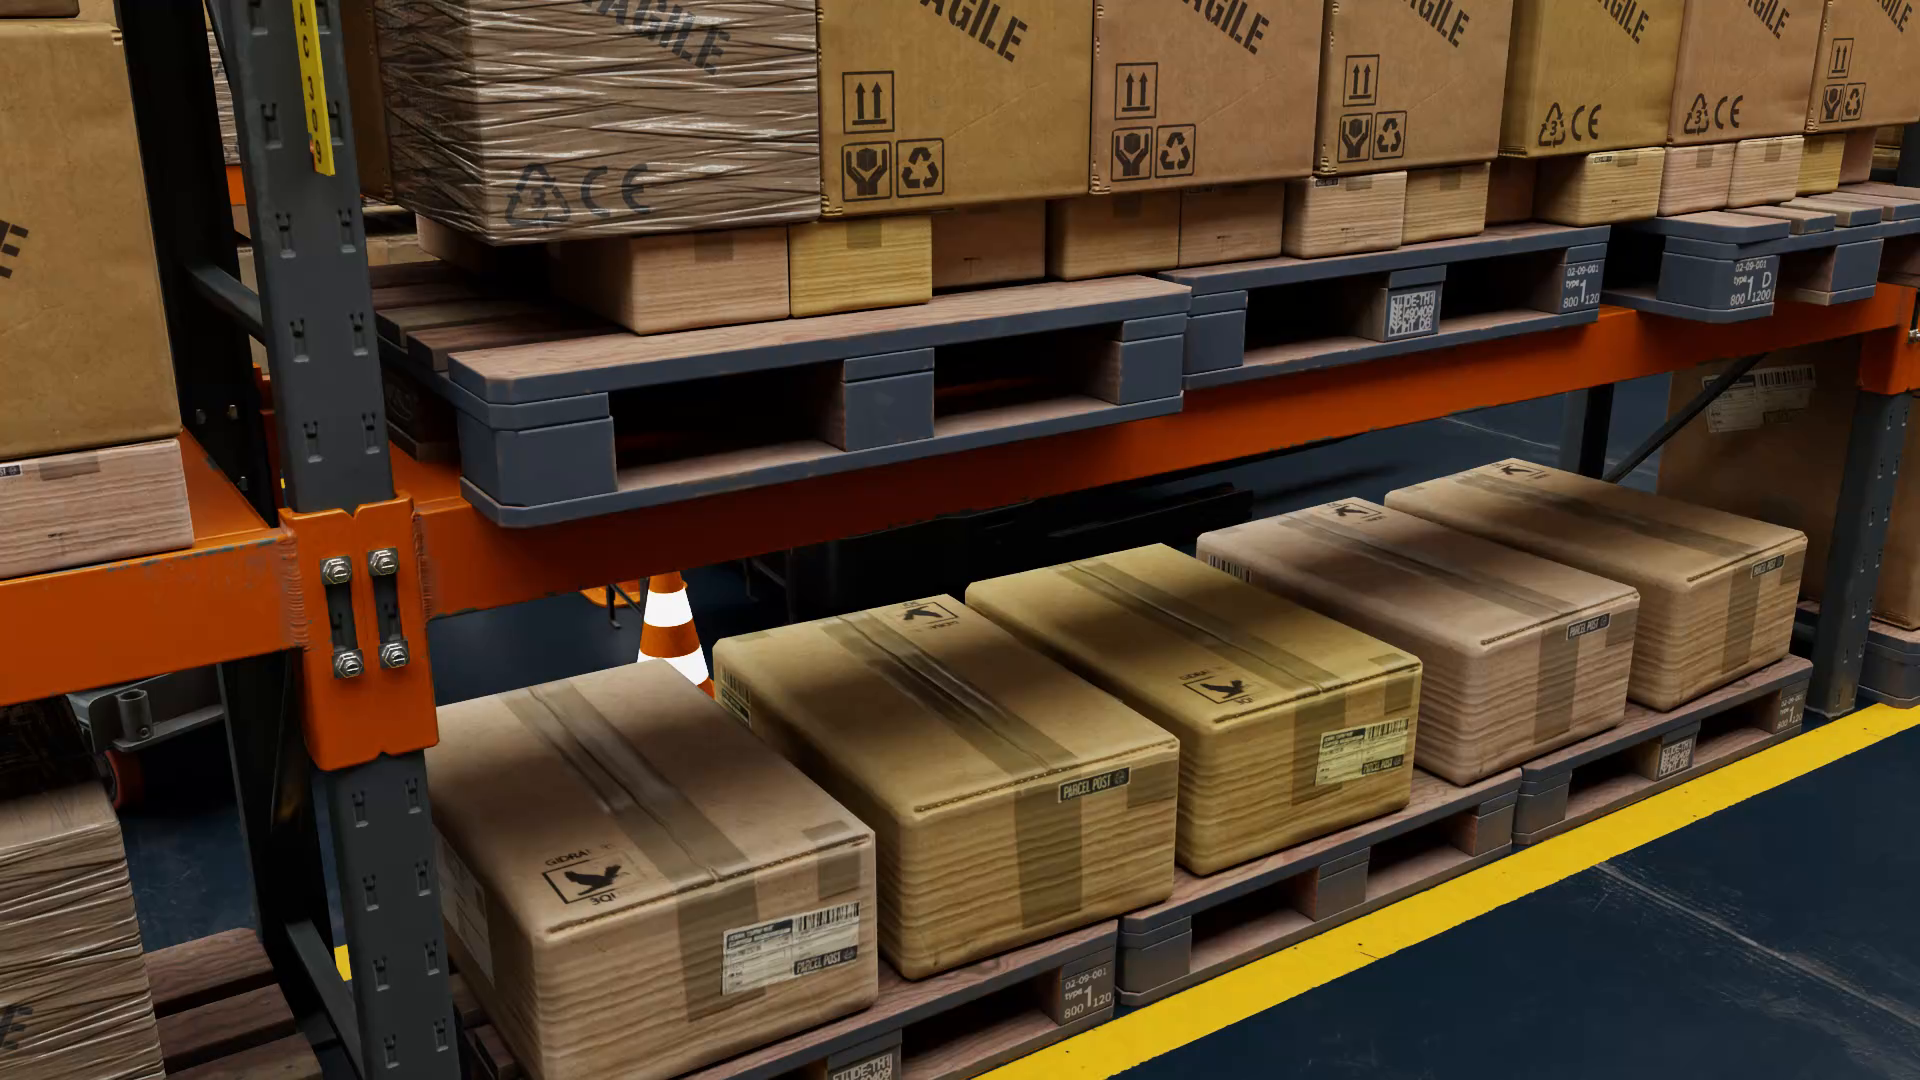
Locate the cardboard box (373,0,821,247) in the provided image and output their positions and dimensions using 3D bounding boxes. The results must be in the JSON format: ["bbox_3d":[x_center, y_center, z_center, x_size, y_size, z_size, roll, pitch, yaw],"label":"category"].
[{"bbox_3d":[-0.548,-0.738,2.466,0.500,0.500,0.500,-11,22,-30],"label":"cardboard box"}]

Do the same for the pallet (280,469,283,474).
[{"bbox_3d":[-3.301,-0.486,7.352,1.213,0.211,1.003,-12,22,-31],"label":"pallet"}]

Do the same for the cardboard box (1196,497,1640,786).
[{"bbox_3d":[1.155,0.226,4.340,0.625,0.372,0.950,-12,22,-32],"label":"cardboard box"}]

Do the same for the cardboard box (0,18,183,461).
[{"bbox_3d":[-1.331,-0.388,2.088,0.500,0.500,0.500,-13,22,-33],"label":"cardboard box"}]

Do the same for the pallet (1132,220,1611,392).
[{"bbox_3d":[0.613,-0.598,3.631,1.213,0.211,1.003,-12,22,-31],"label":"pallet"}]

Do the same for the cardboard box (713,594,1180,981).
[{"bbox_3d":[-0.062,0.481,3.586,0.625,0.372,0.950,-10,21,-28],"label":"cardboard box"}]

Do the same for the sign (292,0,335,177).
[{"bbox_3d":[-0.792,-0.611,2.016,0.005,0.325,0.100,-12,22,-31],"label":"sign"}]

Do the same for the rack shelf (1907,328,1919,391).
[{"bbox_3d":[3.914,-1.060,5.821,4.000,0.370,1.077,-12,22,-31],"label":"rack shelf"}]

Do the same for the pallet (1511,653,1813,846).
[{"bbox_3d":[1.590,0.409,4.705,1.213,0.211,1.003,-12,22,-31],"label":"pallet"}]

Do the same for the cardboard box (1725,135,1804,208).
[{"bbox_3d":[1.730,-0.885,3.916,0.250,0.149,0.380,-12,22,-32],"label":"cardboard box"}]

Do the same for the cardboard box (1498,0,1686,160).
[{"bbox_3d":[1.170,-1.099,3.534,0.500,0.500,0.500,-14,23,-35],"label":"cardboard box"}]

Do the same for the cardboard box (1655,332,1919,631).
[{"bbox_3d":[2.866,-0.341,5.231,0.875,0.875,0.875,-12,22,-32],"label":"cardboard box"}]

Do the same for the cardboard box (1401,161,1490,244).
[{"bbox_3d":[0.849,-0.714,3.410,0.250,0.149,0.380,-13,22,-33],"label":"cardboard box"}]

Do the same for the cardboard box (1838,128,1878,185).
[{"bbox_3d":[2.099,-1.008,4.280,0.250,0.149,0.380,-11,22,-29],"label":"cardboard box"}]

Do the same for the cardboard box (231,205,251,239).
[{"bbox_3d":[-5.147,-2.299,11.579,0.500,0.500,0.700,-14,23,-36],"label":"cardboard box"}]

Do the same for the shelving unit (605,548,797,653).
[{"bbox_3d":[-0.839,-0.711,5.070,0.503,2.100,0.431,-10,21,-27],"label":"shelving unit"}]

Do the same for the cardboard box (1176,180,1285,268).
[{"bbox_3d":[0.392,-0.626,3.151,0.250,0.149,0.380,-12,22,-31],"label":"cardboard box"}]

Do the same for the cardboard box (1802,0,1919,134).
[{"bbox_3d":[2.017,-1.282,4.076,0.500,0.500,0.500,-13,22,-33],"label":"cardboard box"}]

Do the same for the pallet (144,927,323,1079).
[{"bbox_3d":[-1.638,1.104,2.649,1.213,0.211,1.003,-12,22,-31],"label":"pallet"}]

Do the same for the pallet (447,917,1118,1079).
[{"bbox_3d":[-0.447,0.839,3.433,1.213,0.211,1.003,-12,22,-31],"label":"pallet"}]

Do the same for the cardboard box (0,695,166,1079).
[{"bbox_3d":[-1.443,0.580,2.312,0.500,0.500,0.500,-12,22,-32],"label":"cardboard box"}]

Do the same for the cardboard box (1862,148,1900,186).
[{"bbox_3d":[2.791,-0.997,4.744,0.500,0.250,0.500,-12,22,-32],"label":"cardboard box"}]

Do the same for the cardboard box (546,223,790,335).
[{"bbox_3d":[-0.462,-0.437,2.591,0.250,0.149,0.380,-12,22,-31],"label":"cardboard box"}]

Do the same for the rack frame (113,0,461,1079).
[{"bbox_3d":[-1.097,-0.344,2.580,0.127,3.000,1.000,-12,22,-31],"label":"rack frame"}]

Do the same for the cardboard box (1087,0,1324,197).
[{"bbox_3d":[0.291,-0.909,2.975,0.500,0.500,0.500,-12,22,-32],"label":"cardboard box"}]

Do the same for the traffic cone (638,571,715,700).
[{"bbox_3d":[-0.831,0.264,4.740,0.334,0.463,0.336,-12,22,-31],"label":"traffic cone"}]

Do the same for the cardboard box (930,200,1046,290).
[{"bbox_3d":[-0.054,-0.549,2.922,0.250,0.149,0.380,-10,21,-28],"label":"cardboard box"}]

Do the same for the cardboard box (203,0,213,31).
[{"bbox_3d":[-3.064,-2.352,6.801,0.500,0.500,0.700,-12,22,-32],"label":"cardboard box"}]

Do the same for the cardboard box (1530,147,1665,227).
[{"bbox_3d":[1.293,-0.791,3.637,0.250,0.149,0.380,-11,22,-30],"label":"cardboard box"}]

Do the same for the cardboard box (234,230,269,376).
[{"bbox_3d":[-3.435,-0.917,7.131,0.750,0.750,1.050,-12,22,-32],"label":"cardboard box"}]

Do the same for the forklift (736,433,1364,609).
[{"bbox_3d":[0.502,-1.508,6.129,3.031,2.935,1.130,-13,23,-34],"label":"forklift"}]

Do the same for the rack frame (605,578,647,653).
[{"bbox_3d":[-1.053,-0.673,4.958,0.015,2.100,0.400,-10,21,-27],"label":"rack frame"}]

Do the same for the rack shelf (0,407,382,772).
[{"bbox_3d":[-2.767,0.349,1.653,4.000,0.370,1.077,-12,22,-31],"label":"rack shelf"}]
